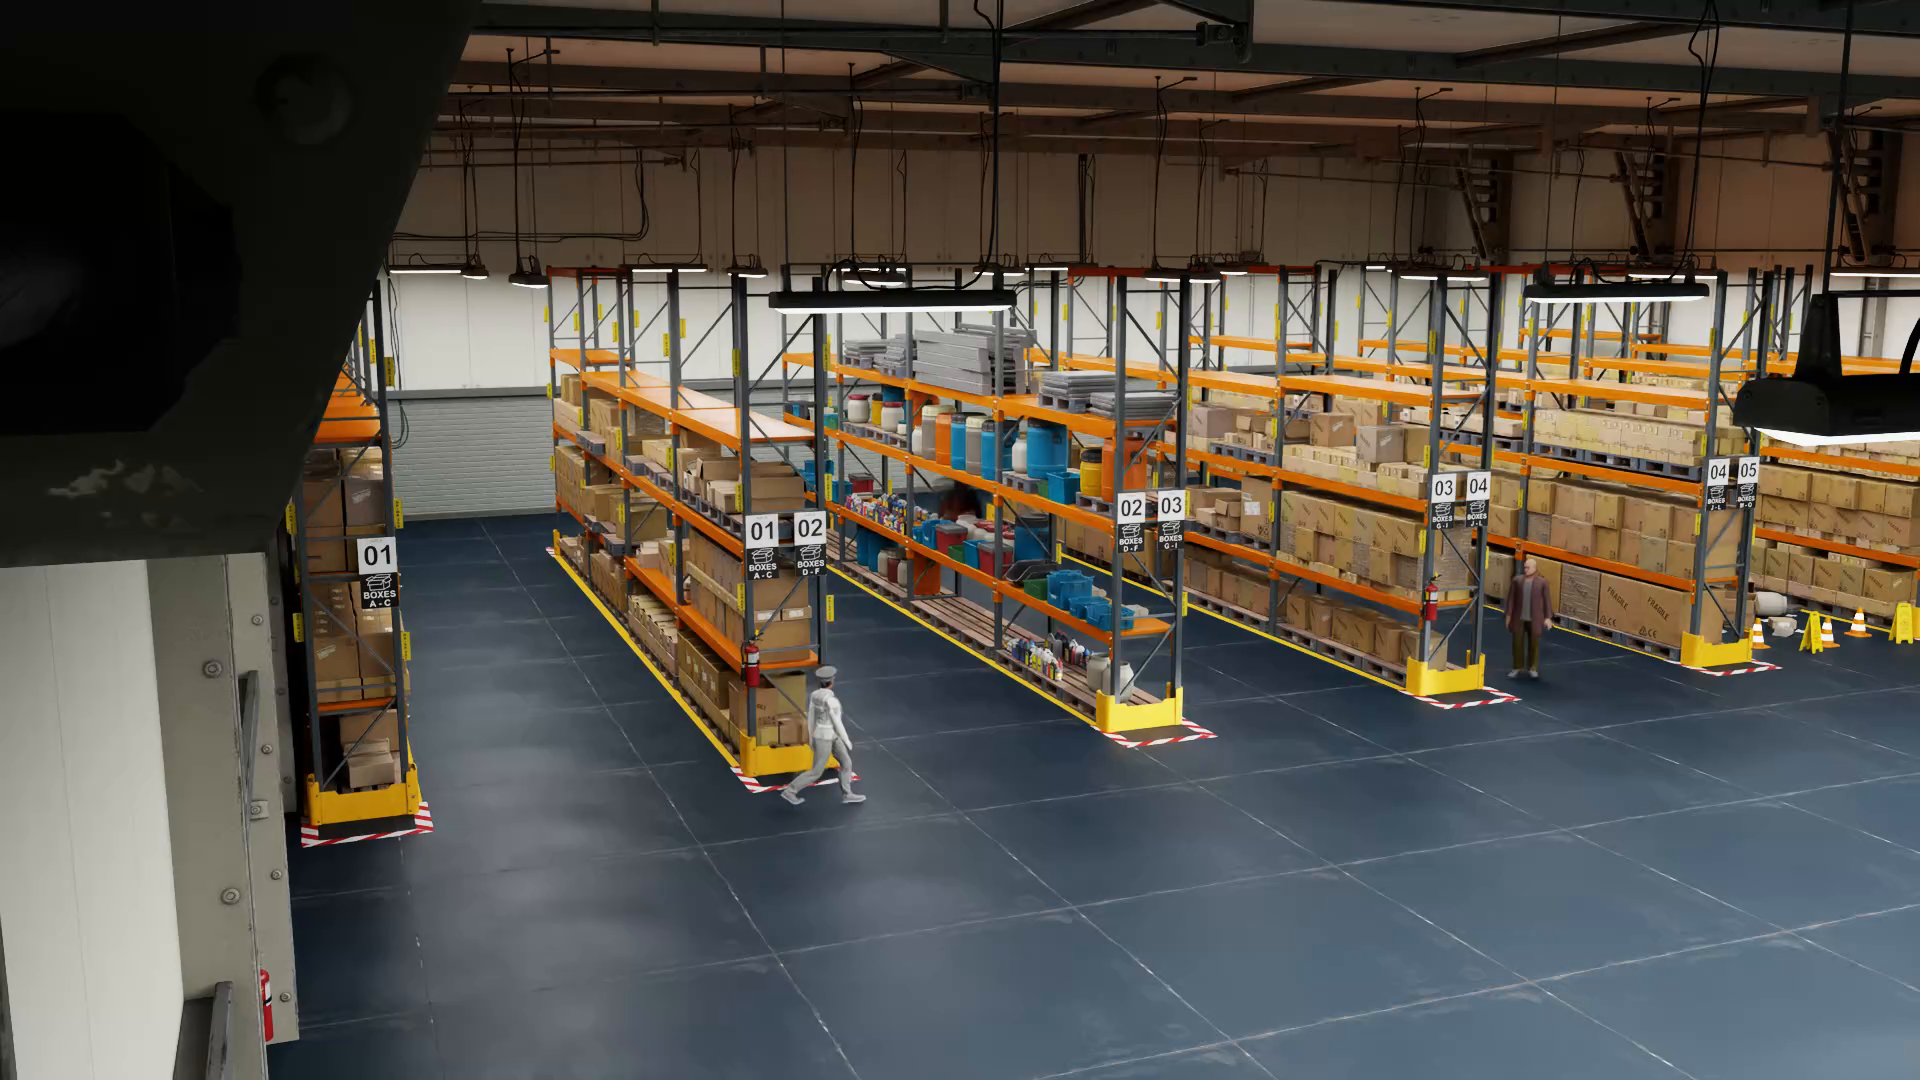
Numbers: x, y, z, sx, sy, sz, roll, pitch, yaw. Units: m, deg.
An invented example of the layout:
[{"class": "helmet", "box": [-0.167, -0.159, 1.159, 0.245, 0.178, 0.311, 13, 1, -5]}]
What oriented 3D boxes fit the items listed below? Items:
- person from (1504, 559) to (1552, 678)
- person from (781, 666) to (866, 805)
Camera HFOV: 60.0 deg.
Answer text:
[{"class": "person", "box": [8.468, 1.181, 24.792, 0.685, 1.823, 0.403, 4, 11, 23]}, {"class": "person", "box": [-1.568, 2.255, 19.017, 0.972, 1.617, 0.416, 0, 10, -2]}]
